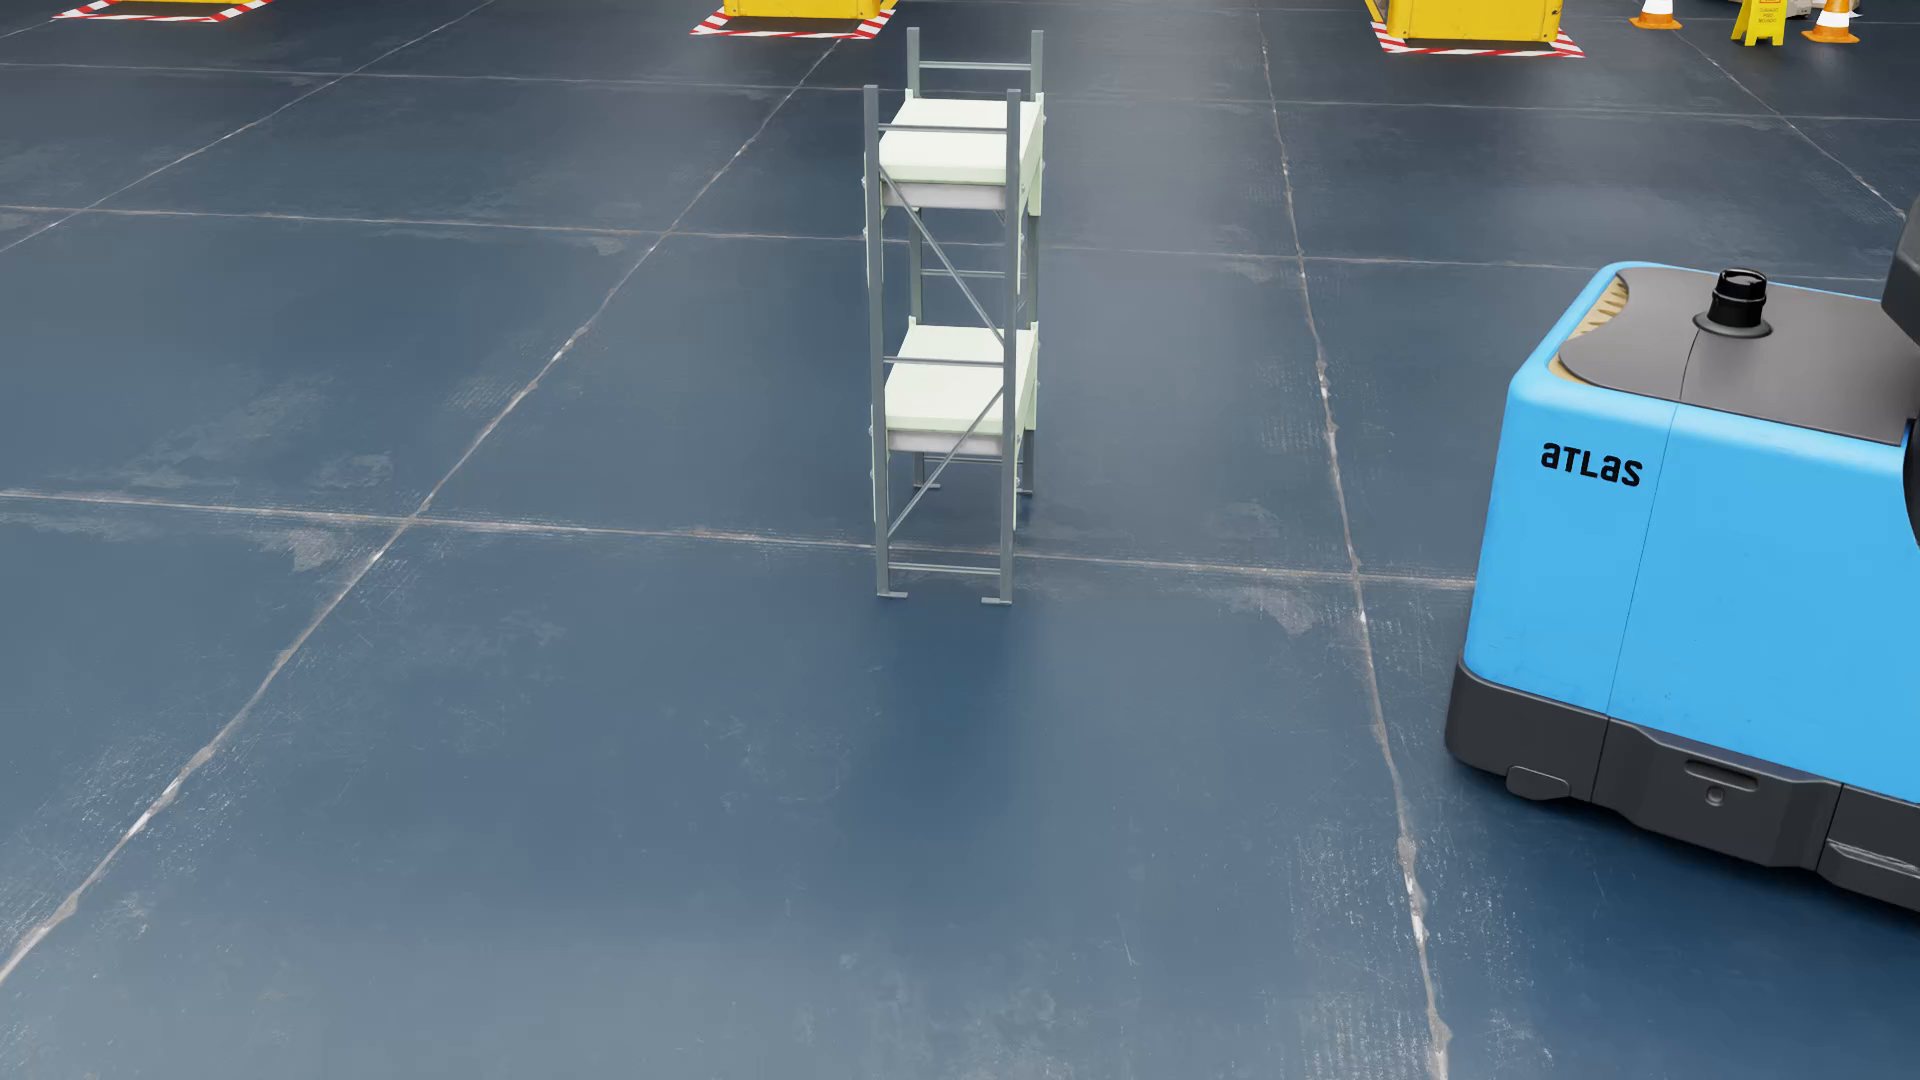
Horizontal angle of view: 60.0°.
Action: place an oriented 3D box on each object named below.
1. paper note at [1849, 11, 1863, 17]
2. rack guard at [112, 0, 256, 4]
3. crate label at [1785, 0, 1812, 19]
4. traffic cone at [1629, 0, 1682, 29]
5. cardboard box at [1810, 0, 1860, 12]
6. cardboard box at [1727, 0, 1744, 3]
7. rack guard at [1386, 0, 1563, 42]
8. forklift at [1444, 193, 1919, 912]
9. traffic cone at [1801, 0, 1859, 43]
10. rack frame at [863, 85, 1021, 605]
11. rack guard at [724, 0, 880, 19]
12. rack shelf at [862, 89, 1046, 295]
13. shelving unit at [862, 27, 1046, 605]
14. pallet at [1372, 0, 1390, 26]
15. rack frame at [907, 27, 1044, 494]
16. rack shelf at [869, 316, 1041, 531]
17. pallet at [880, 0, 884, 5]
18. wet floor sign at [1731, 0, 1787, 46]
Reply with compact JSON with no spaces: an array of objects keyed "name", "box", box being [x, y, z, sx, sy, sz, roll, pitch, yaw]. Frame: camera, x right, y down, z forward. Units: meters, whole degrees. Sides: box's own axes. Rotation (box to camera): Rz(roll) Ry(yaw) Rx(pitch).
[{"name":"paper note","box":[6.760,-4.000,12.642,0.148,0.019,0.142,-6,29,-11]},{"name":"rack guard","box":[-6.168,-4.548,13.165,1.175,0.500,0.348,3,28,6]},{"name":"crate label","box":[6.284,-4.041,12.607,0.250,0.136,0.298,-11,30,-20]},{"name":"traffic cone","box":[5.169,-4.037,12.255,0.336,0.463,0.334,3,28,6]},{"name":"cardboard box","box":[6.776,-4.225,12.936,0.380,0.149,0.250,20,34,32]},{"name":"cardboard box","box":[6.323,-4.621,13.297,0.797,0.503,0.637,-17,33,-29]},{"name":"rack guard","box":[3.692,-3.874,11.915,1.175,0.500,0.348,3,28,6]},{"name":"forklift","box":[2.737,-0.538,3.158,3.031,2.935,1.130,16,32,27]},{"name":"traffic cone","box":[6.249,-3.811,11.836,0.336,0.463,0.334,3,28,6]},{"name":"rack frame","box":[-0.046,-0.485,4.569,0.400,1.500,0.023,3,28,6]},{"name":"rack guard","box":[-1.206,-4.257,12.625,1.175,0.500,0.348,3,28,6]},{"name":"rack shelf","box":[-0.001,-1.001,4.703,0.431,0.370,0.720,3,28,6]},{"name":"shelving unit","box":[-0.001,-0.657,4.888,0.431,1.500,0.755,3,28,6]},{"name":"pallet","box":[3.715,-4.139,12.711,1.003,0.211,1.213,3,28,6]},{"name":"rack frame","box":[0.044,-0.829,5.208,0.400,1.500,0.023,3,28,6]},{"name":"rack shelf","box":[-0.001,-0.370,5.043,0.431,0.370,0.720,3,28,6]},{"name":"pallet","box":[-1.071,-4.511,13.400,1.003,0.211,1.213,3,28,6]},{"name":"wet floor sign","box":[5.657,-3.821,11.662,0.267,0.644,0.232,-1,28,-3]}]
